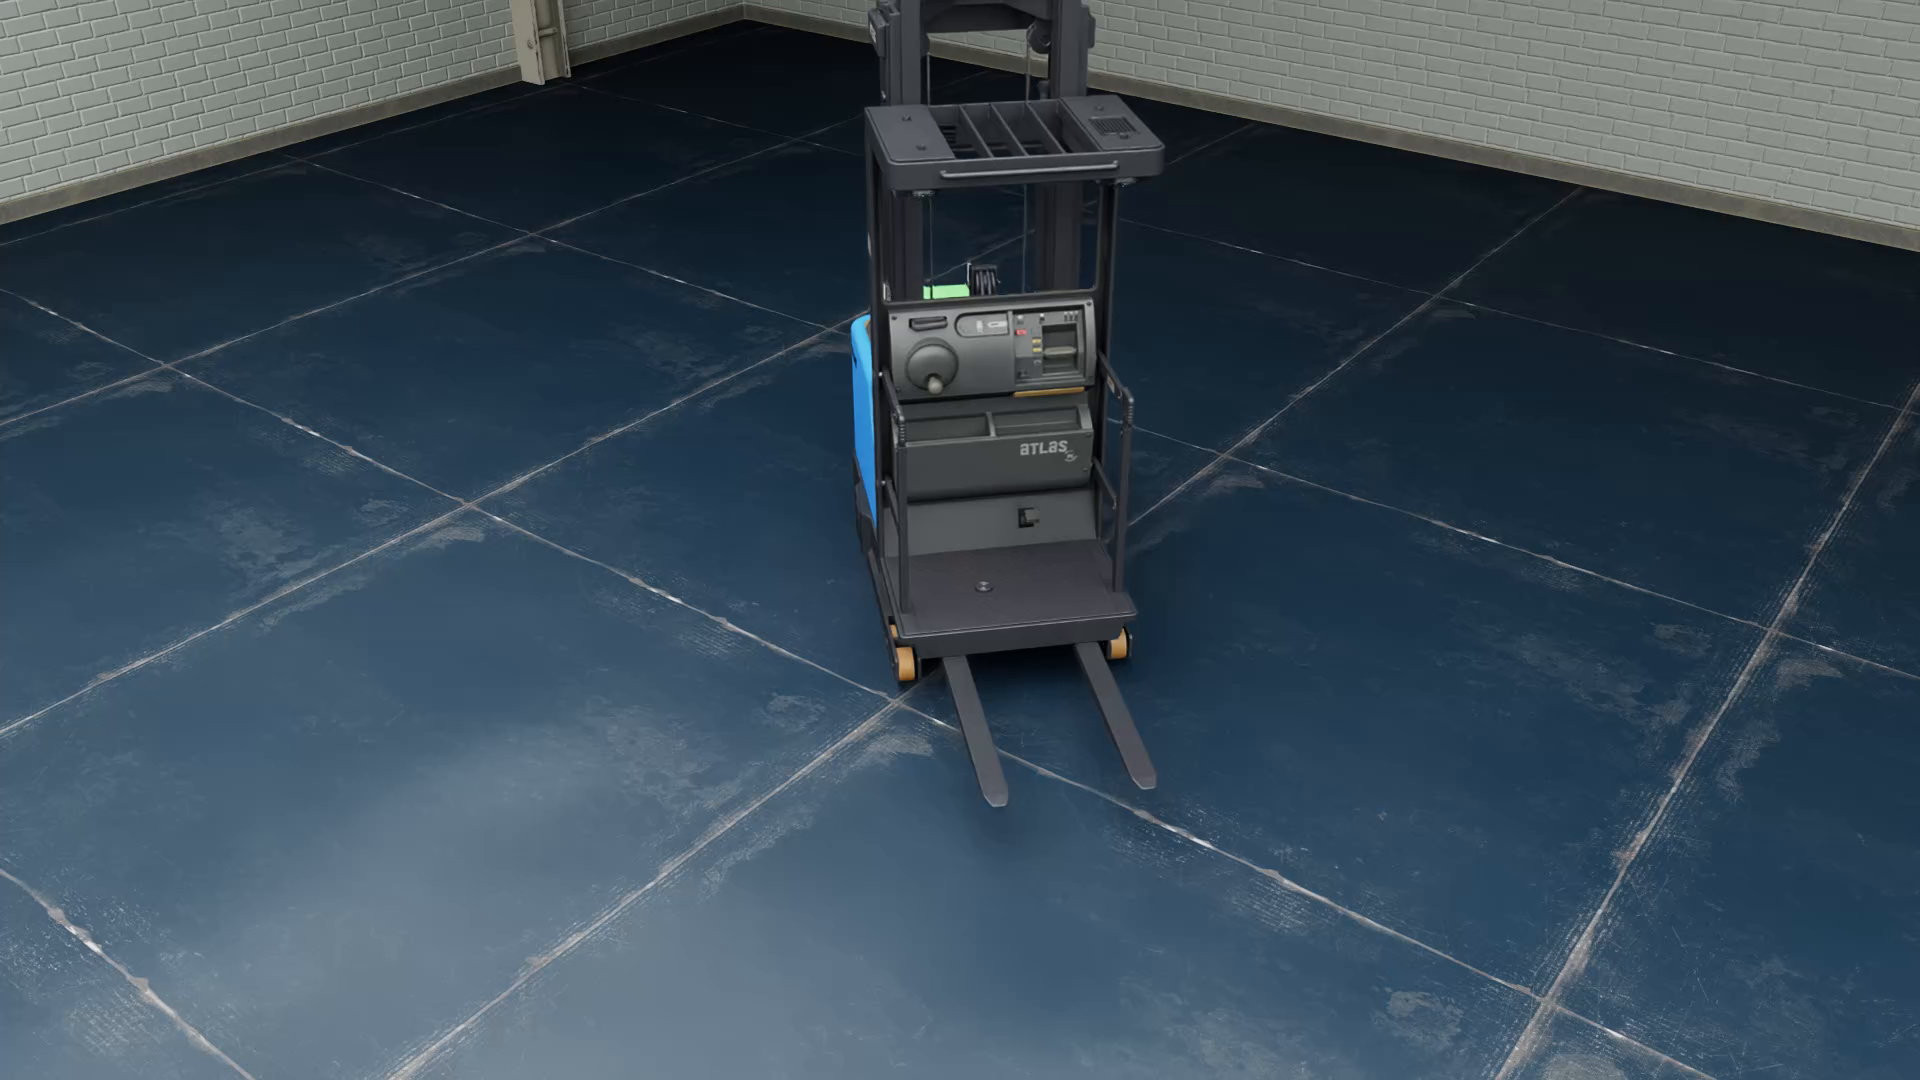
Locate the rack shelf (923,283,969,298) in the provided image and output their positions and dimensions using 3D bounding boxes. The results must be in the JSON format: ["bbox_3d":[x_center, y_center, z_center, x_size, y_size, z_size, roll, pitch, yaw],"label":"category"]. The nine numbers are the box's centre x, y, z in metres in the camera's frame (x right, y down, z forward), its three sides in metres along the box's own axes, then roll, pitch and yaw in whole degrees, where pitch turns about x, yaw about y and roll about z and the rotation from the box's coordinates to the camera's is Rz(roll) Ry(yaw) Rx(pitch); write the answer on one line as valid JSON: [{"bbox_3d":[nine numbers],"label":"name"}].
[{"bbox_3d":[-0.173,-1.249,8.864,0.480,0.148,0.258,-5,31,-9],"label":"rack shelf"}]

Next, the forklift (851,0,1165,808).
[{"bbox_3d":[0.188,-0.809,7.240,1.130,2.935,3.031,-5,31,-9],"label":"forklift"}]

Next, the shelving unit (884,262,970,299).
[{"bbox_3d":[-0.173,-0.891,9.076,0.503,1.200,0.258,-5,31,-9],"label":"shelving unit"}]

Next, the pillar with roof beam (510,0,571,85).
[{"bbox_3d":[-0.668,-7.121,11.940,9.100,9.000,0.400,21,37,31],"label":"pillar with roof beam"}]

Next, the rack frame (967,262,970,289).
[{"bbox_3d":[0.067,-0.914,9.115,0.015,1.200,0.240,-5,31,-9],"label":"rack frame"}]
